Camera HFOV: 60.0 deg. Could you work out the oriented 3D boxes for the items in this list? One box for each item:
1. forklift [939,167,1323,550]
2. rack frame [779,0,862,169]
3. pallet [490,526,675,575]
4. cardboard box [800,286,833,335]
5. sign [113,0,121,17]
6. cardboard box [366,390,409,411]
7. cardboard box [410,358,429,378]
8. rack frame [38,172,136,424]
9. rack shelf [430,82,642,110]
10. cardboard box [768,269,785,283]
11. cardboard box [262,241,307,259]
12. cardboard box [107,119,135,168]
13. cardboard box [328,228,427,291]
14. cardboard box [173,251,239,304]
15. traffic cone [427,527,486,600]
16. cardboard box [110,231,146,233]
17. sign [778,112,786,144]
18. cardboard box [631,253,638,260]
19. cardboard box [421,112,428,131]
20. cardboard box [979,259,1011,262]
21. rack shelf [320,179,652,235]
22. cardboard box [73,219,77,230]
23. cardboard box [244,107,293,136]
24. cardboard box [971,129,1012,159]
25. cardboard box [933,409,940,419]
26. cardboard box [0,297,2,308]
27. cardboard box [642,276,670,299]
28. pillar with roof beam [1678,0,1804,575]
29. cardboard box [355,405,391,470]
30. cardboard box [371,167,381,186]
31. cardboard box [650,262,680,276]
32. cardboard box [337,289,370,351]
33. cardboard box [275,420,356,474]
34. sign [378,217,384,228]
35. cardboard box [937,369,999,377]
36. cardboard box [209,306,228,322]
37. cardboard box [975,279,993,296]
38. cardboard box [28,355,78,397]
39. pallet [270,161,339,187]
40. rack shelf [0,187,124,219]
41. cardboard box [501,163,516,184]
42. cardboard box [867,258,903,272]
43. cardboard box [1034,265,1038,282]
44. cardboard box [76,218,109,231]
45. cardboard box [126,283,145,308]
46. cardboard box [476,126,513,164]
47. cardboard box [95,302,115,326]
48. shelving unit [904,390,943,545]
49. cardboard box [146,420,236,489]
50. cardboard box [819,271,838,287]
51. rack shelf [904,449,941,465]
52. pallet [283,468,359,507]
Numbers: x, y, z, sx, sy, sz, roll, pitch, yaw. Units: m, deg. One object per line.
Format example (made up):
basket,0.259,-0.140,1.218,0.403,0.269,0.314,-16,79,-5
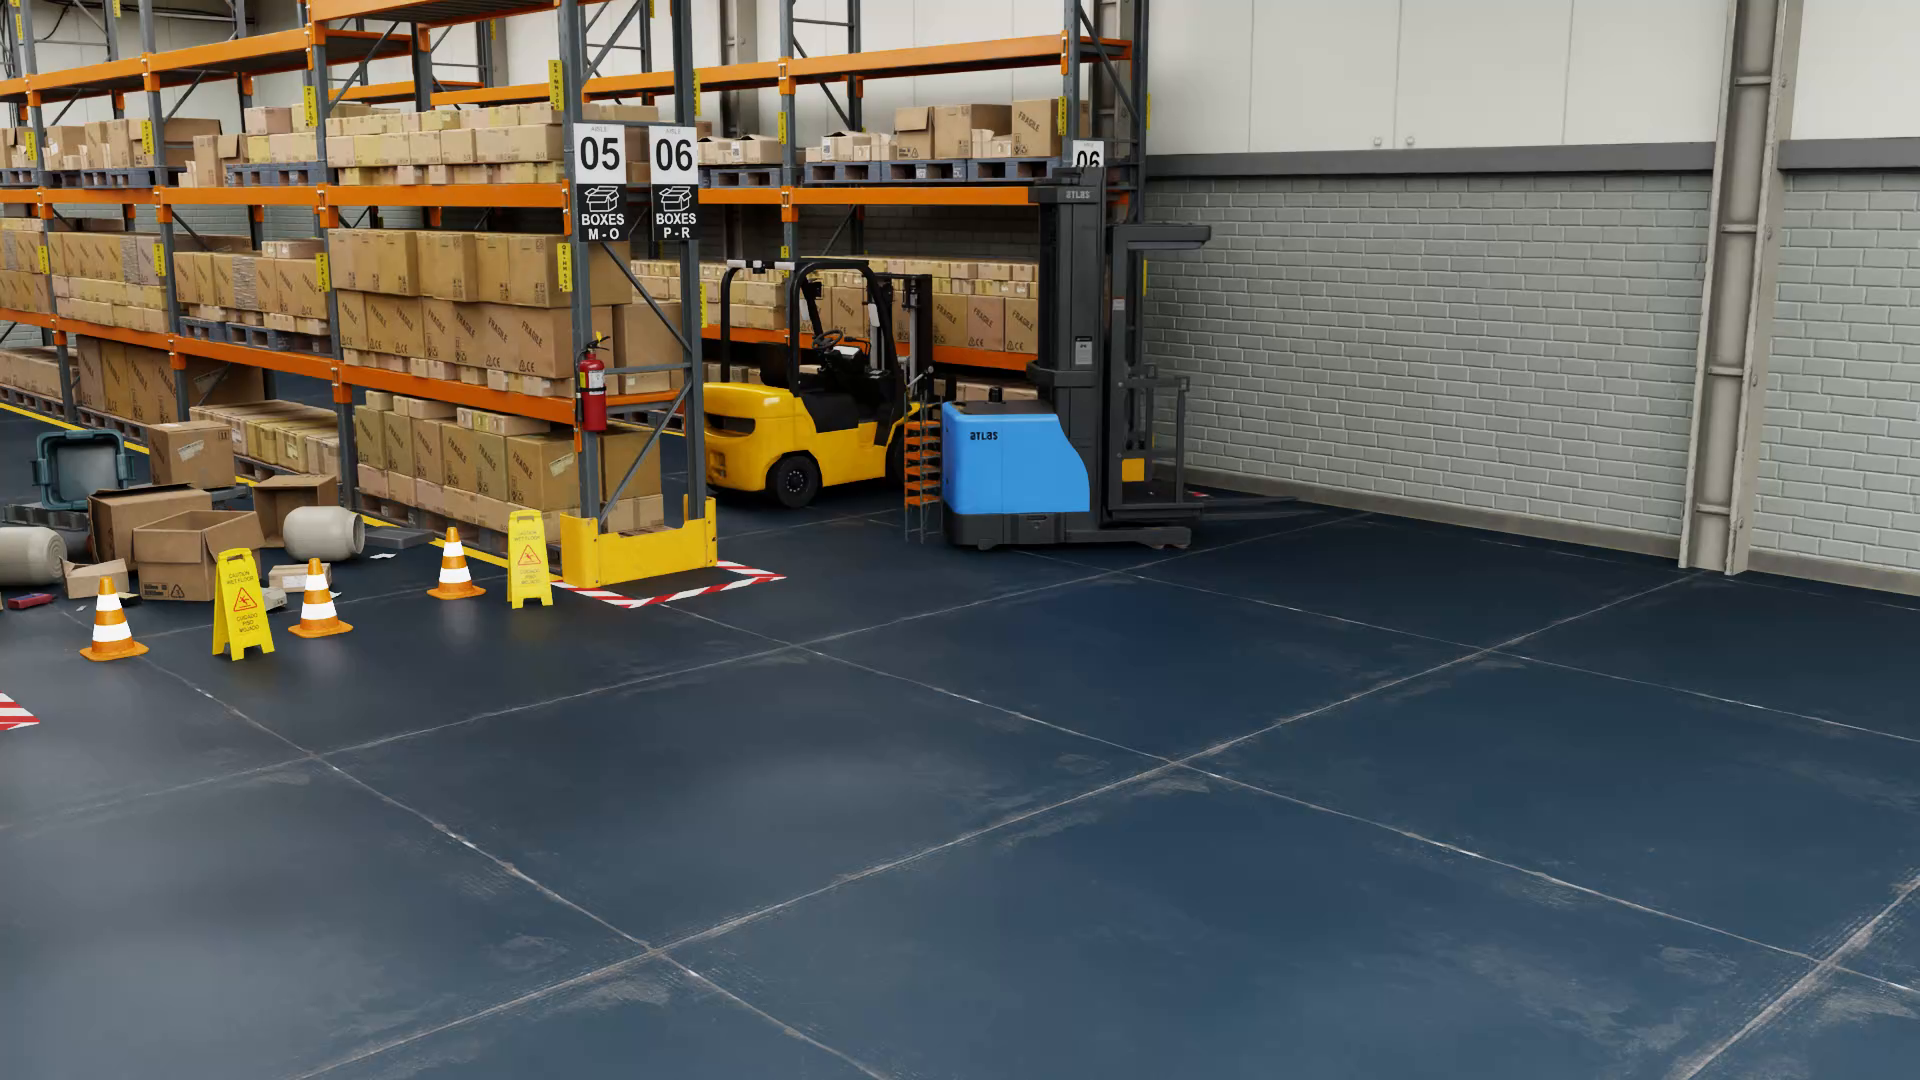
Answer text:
forklift,1.388,-1.469,13.277,3.031,2.935,1.130,-2,12,-8
rack frame,-1.463,-5.431,17.471,1.000,3.000,0.127,-11,16,-43
pallet,-2.876,0.015,12.817,1.003,0.211,1.213,-11,16,-43
cardboard box,-1.345,-2.440,17.575,0.500,0.500,0.500,11,16,44
sign,-10.190,-6.480,20.051,0.100,0.325,0.005,-11,16,-43
cardboard box,-4.795,-1.194,14.081,0.380,0.149,0.250,-11,16,-42
cardboard box,-4.188,-1.399,13.389,0.380,0.149,0.250,-11,16,-42
rack frame,-10.575,-2.968,20.383,1.000,3.000,0.127,-11,16,-43
rack shelf,-5.606,-5.758,21.834,1.077,0.370,4.000,-11,16,-43
cardboard box,-1.859,-2.878,18.092,0.380,0.149,0.250,-10,15,-41
cardboard box,-6.224,-2.690,15.400,0.250,0.149,0.380,11,16,43
cardboard box,-8.633,-4.226,17.767,0.500,0.500,0.700,11,16,42
cardboard box,-4.903,-2.390,14.117,0.700,0.500,0.500,-11,16,-43
cardboard box,-7.669,-2.687,16.992,0.500,0.500,0.500,11,16,44
traffic cone,-3.518,0.143,11.571,0.336,0.463,0.334,-11,16,-43
cardboard box,-10.084,-3.476,20.126,0.500,0.500,0.500,-10,15,-41
sign,-1.848,-4.292,17.316,0.100,0.325,0.005,-11,16,-43
cardboard box,-4.467,-3.428,21.328,0.500,0.500,0.500,-10,15,-40
cardboard box,-3.935,-3.230,12.869,0.380,0.149,0.250,-10,16,-41
cardboard box,0.403,-2.705,16.513,0.250,0.149,0.380,11,16,44
rack shelf,-3.669,-2.625,13.069,1.077,0.370,4.000,-11,16,-43
cardboard box,-11.121,-3.878,20.470,0.380,0.149,0.250,-10,16,-41
cardboard box,-6.263,-3.859,15.368,0.500,0.250,0.500,-11,16,-42
cardboard box,0.333,-3.682,15.462,0.396,0.266,0.258,-11,16,-42
cardboard box,0.027,-1.187,16.275,0.500,0.250,0.500,-11,16,-44
cardboard box,-12.505,-3.344,21.961,0.500,0.500,0.500,-11,16,-43
cardboard box,-3.402,-2.997,19.656,0.500,0.250,0.500,11,16,44
pillar with roof beam,2.501,-3.599,8.578,9.100,9.000,0.400,-11,16,-43
cardboard box,-4.838,-0.903,14.275,0.500,0.500,0.500,-10,15,-40
cardboard box,-4.621,-3.000,13.728,0.380,0.149,0.250,-11,16,-43
cardboard box,-3.452,-3.214,19.722,0.380,0.149,0.250,-11,16,-42
cardboard box,-4.948,-1.892,14.176,0.500,0.500,0.500,-11,16,-43
cardboard box,-5.913,-0.900,15.816,0.950,0.372,0.625,-10,15,-39
sign,-9.334,-5.040,26.789,0.100,0.325,0.005,-11,16,-43
cardboard box,0.071,-1.577,16.926,0.500,0.250,0.500,-11,16,-44
cardboard box,-7.221,-2.258,16.520,0.380,0.149,0.250,-11,16,-42
cardboard box,0.362,-2.404,15.793,0.380,0.149,0.250,-11,16,-43
cardboard box,-11.549,-2.156,21.751,0.875,0.438,0.875,11,16,43
pallet,-5.399,-3.282,14.942,1.213,0.211,1.003,-11,16,-43
rack shelf,-11.956,-4.377,21.570,1.077,0.370,4.000,-11,16,-43
cardboard box,-3.091,-2.651,12.034,0.380,0.149,0.250,-10,15,-41
cardboard box,-0.726,-2.770,16.828,0.380,0.149,0.250,-11,16,-43
cardboard box,0.900,-2.444,15.248,0.380,0.149,0.250,-11,16,-42
cardboard box,-10.793,-3.942,20.777,0.380,0.149,0.250,-11,16,-42
cardboard box,-8.687,-2.665,18.046,0.500,0.250,0.500,11,16,44
cardboard box,-3.173,-2.871,12.112,0.500,0.250,0.500,-11,16,-43
cardboard box,-9.422,-2.567,18.808,0.500,0.250,0.500,-11,16,-43
shelving unit,-0.288,-0.577,13.239,0.258,1.200,0.189,-11,16,-43
cardboard box,-6.317,-0.694,13.667,0.500,0.500,0.500,-11,16,-43
cardboard box,-1.253,-2.738,17.415,0.380,0.149,0.250,-10,16,-41
rack shelf,-0.288,-0.651,13.224,0.258,0.103,0.180,-11,16,-43
pallet,-5.589,-0.548,15.548,1.003,0.211,1.213,-11,16,-43
